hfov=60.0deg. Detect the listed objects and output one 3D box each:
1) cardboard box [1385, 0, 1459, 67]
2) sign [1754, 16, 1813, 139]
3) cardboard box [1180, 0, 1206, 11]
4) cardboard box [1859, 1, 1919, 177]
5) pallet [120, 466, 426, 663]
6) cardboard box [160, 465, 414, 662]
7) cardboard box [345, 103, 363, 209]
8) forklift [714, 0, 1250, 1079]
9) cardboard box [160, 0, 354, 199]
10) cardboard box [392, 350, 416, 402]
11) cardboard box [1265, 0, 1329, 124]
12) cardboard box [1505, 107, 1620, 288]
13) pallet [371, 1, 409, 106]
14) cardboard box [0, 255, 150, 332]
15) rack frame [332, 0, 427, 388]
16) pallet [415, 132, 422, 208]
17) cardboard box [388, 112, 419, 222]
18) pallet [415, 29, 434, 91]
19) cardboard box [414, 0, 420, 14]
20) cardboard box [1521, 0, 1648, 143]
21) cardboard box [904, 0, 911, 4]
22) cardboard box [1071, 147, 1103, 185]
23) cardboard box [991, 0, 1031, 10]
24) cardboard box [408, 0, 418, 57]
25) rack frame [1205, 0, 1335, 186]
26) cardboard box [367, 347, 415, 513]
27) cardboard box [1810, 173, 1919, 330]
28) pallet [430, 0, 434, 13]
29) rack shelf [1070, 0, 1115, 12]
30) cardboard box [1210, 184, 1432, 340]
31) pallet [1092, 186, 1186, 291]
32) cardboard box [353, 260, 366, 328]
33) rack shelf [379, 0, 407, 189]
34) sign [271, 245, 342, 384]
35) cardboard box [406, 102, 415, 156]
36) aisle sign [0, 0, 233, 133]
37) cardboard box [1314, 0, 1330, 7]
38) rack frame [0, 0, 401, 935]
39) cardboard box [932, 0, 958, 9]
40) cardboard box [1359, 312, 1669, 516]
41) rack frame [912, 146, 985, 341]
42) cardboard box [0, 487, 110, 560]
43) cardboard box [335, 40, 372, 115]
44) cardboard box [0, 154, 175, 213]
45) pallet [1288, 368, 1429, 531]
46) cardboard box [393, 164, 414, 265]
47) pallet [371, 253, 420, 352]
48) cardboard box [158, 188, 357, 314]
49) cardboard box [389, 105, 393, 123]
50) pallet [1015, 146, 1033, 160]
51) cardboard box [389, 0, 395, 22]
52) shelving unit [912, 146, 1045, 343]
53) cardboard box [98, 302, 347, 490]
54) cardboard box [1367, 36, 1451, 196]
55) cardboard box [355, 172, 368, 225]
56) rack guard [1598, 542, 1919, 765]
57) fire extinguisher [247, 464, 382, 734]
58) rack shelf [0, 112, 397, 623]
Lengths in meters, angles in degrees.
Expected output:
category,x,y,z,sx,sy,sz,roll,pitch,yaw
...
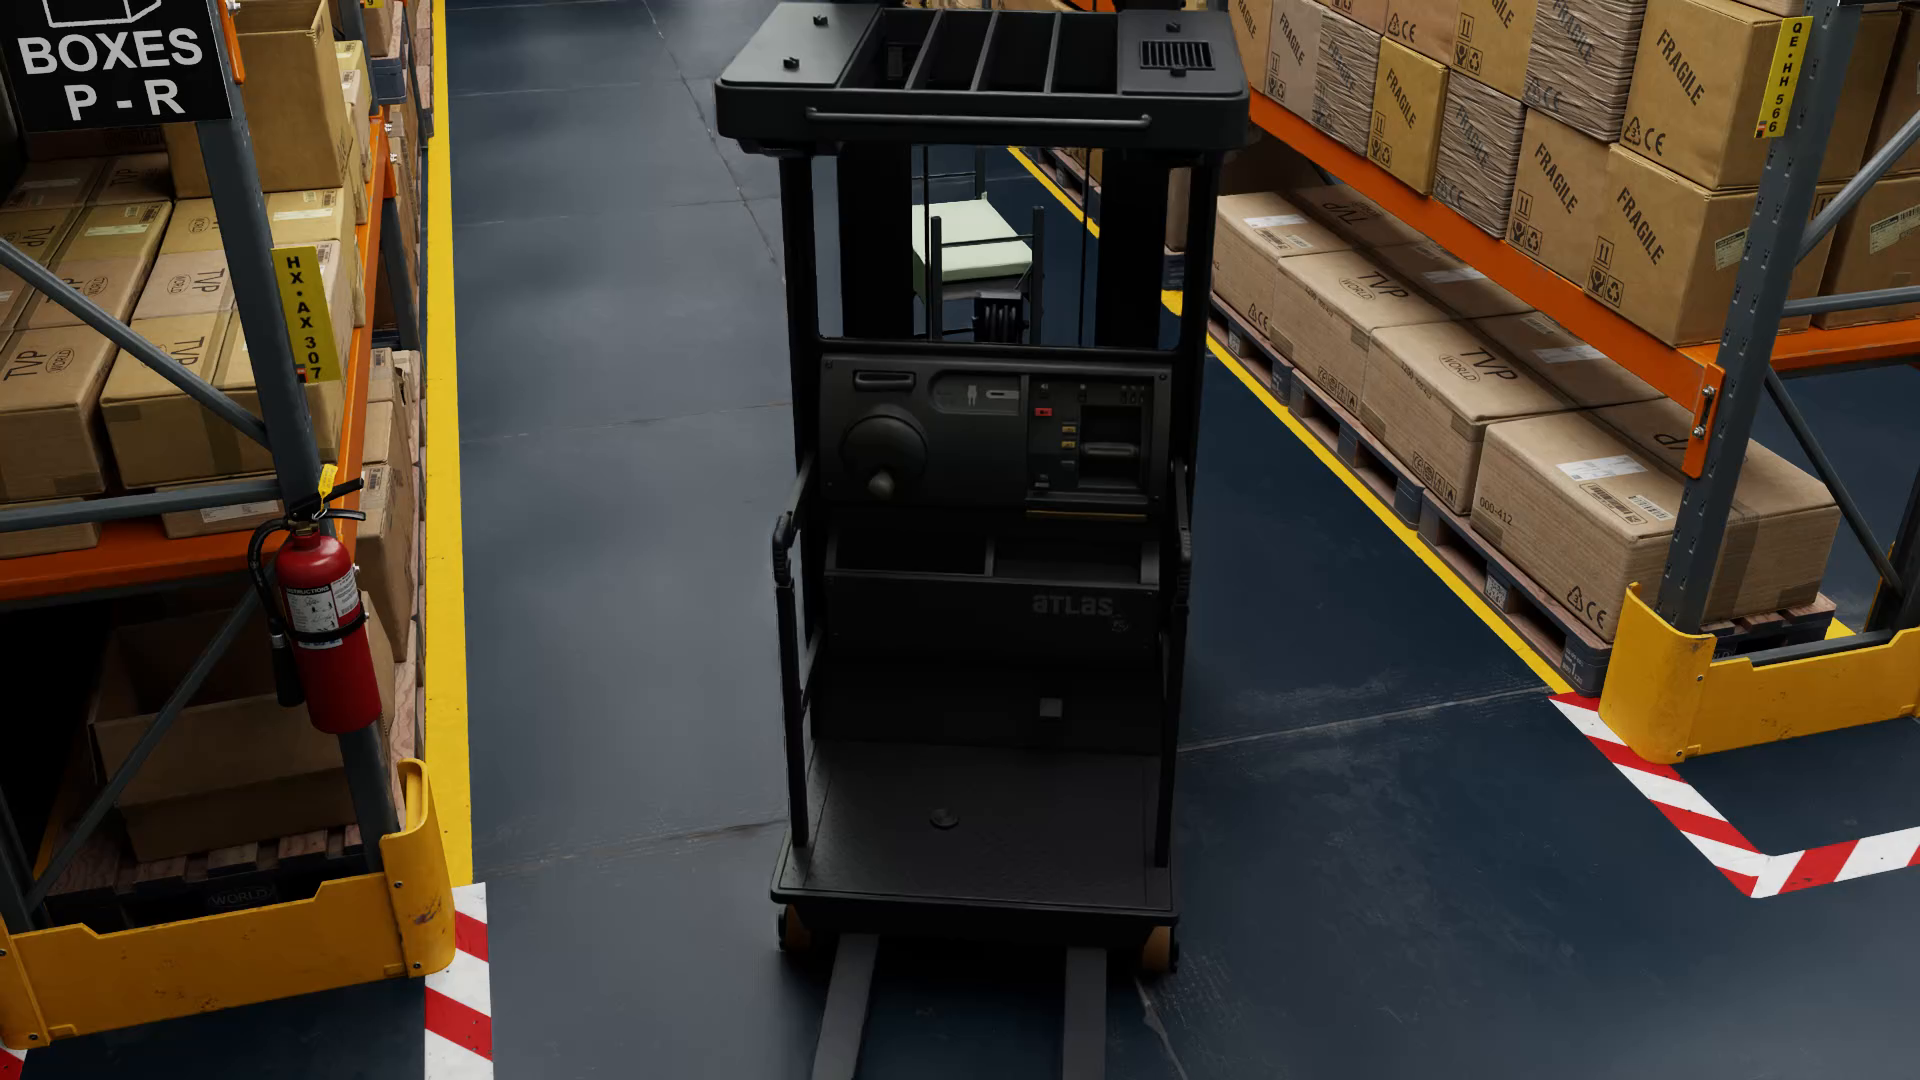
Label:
category,x,y,z,sx,sy,sz,roll,pitch,yaw
cardboard box,1.994,-2.131,6.339,0.500,0.500,0.500,-8,31,-14
sign,2.252,-1.261,4.542,0.100,0.325,0.005,-8,31,-13
cardboard box,1.355,-2.773,8.696,0.500,0.250,0.500,-9,31,-14
cardboard box,2.926,-1.468,5.195,0.500,0.500,0.500,-9,31,-14
pallet,-2.559,0.136,6.304,1.003,0.211,1.213,-8,31,-13
cardboard box,-2.266,0.113,5.636,0.700,0.500,0.500,-7,31,-11
cardboard box,-2.430,-1.361,5.959,0.500,0.250,0.500,-8,31,-14
forklift,0.074,-0.236,4.232,1.130,2.935,3.031,2,30,4
cardboard box,-2.265,-1.429,5.328,0.500,0.500,0.500,-7,31,-12
cardboard box,-2.637,-0.711,7.410,0.380,0.149,0.250,-9,31,-15
cardboard box,1.719,-2.193,7.445,0.500,0.500,0.500,-8,31,-13
cardboard box,2.277,-1.208,5.743,0.500,0.500,0.500,-8,31,-14
pallet,-3.174,-2.310,7.939,1.003,0.211,1.213,-8,31,-13
cardboard box,-2.520,-0.561,4.578,0.500,0.250,0.500,-8,31,-13
rack frame,-3.068,-1.993,7.199,1.000,3.000,0.127,-8,31,-13
pallet,-3.968,-2.352,10.603,1.003,0.211,1.213,-8,31,-13
cardboard box,-3.390,-2.105,9.469,0.500,0.500,0.500,-9,31,-15
pallet,-4.630,-3.709,12.947,1.003,0.211,1.213,-8,31,-13
cardboard box,-5.042,-4.760,13.931,0.875,0.625,0.625,-6,31,-11
cardboard box,2.254,-1.648,5.506,0.500,0.500,0.500,-8,31,-13
cardboard box,-0.071,-4.963,14.534,0.950,0.372,0.625,-6,31,-10
cardboard box,1.228,-2.641,10.020,0.875,0.875,0.875,-7,31,-12
cardboard box,0.759,-3.504,11.511,0.875,0.875,0.875,-8,31,-14
cardboard box,-4.642,-4.022,12.655,0.875,0.625,0.625,-9,31,-15
rack frame,1.717,-2.655,8.342,1.000,3.000,0.127,-8,31,-13
cardboard box,-2.542,-0.388,6.503,0.700,0.500,0.500,-9,31,-15
cardboard box,2.928,-1.036,5.446,0.500,0.500,0.500,-8,31,-14
pallet,-5.362,-5.040,15.246,1.003,0.211,1.213,-8,31,-13
rack shelf,1.186,-3.309,10.191,1.077,0.370,4.000,-8,31,-13
cardboard box,1.780,-1.410,8.330,0.875,0.438,0.875,-8,31,-14
pallet,1.440,-1.810,9.667,1.003,0.211,1.213,-8,31,-13
cardboard box,-2.123,-0.776,5.348,0.380,0.149,0.250,-9,31,-15
rack shelf,-3.598,-2.648,9.048,1.077,0.370,4.000,-8,31,-13
sign,-1.483,-0.508,3.769,0.100,0.325,0.005,-8,31,-13
cardboard box,-3.687,-2.606,10.334,0.500,0.500,0.500,-8,31,-14
aisle sign,-1.705,-1.192,3.220,0.394,0.787,0.004,-8,31,-13
cardboard box,1.738,-2.624,7.191,0.500,0.500,0.500,-8,31,-14
rack frame,-2.006,-0.061,3.861,1.000,3.000,0.127,-8,31,-13
cardboard box,0.311,-4.261,13.321,0.950,0.372,0.625,-8,31,-14
cardboard box,2.256,-0.542,6.831,0.875,0.438,0.875,-7,31,-12
rack frame,-0.099,-0.829,6.685,0.400,1.500,0.023,-8,31,-13
cardboard box,-2.353,-0.077,4.139,0.380,0.149,0.250,-8,31,-14
cardboard box,-2.697,-1.843,6.793,0.500,0.250,0.500,-7,31,-12
cardboard box,-2.785,-1.053,5.428,0.500,0.250,0.500,-8,31,-13
pallet,2.171,-0.480,7.368,1.003,0.211,1.213,-8,31,-13
cardboard box,-3.130,-1.612,8.617,0.500,0.500,0.500,-8,31,-14
pallet,-3.320,-1.174,8.567,1.003,0.211,1.213,-8,31,-13
cardboard box,-2.138,-0.868,5.107,0.500,0.250,0.500,-8,31,-14
cardboard box,-3.429,-2.456,9.428,0.380,0.149,0.250,-9,31,-16
pallet,0.792,-2.989,11.703,1.003,0.211,1.213,-8,31,-13
cardboard box,-3.118,-2.731,7.956,0.700,0.500,0.500,-8,31,-13
shelving unit,-0.002,-0.652,6.380,0.431,1.500,0.755,-8,31,-13
cardboard box,-1.867,-0.380,4.265,0.500,0.250,0.500,-8,31,-13
cardboard box,1.981,-1.703,6.598,0.500,0.500,0.500,-7,31,-12
cardboard box,-2.419,-1.269,6.198,0.380,0.149,0.250,-8,31,-14
rack guard,2.785,0.371,5.611,1.175,0.500,0.348,-8,31,-13
fire extinguisher,-1.521,0.143,3.957,0.296,0.674,0.183,-8,31,-13
rack shelf,-2.537,-0.716,5.710,1.077,0.370,4.000,-8,31,-13
